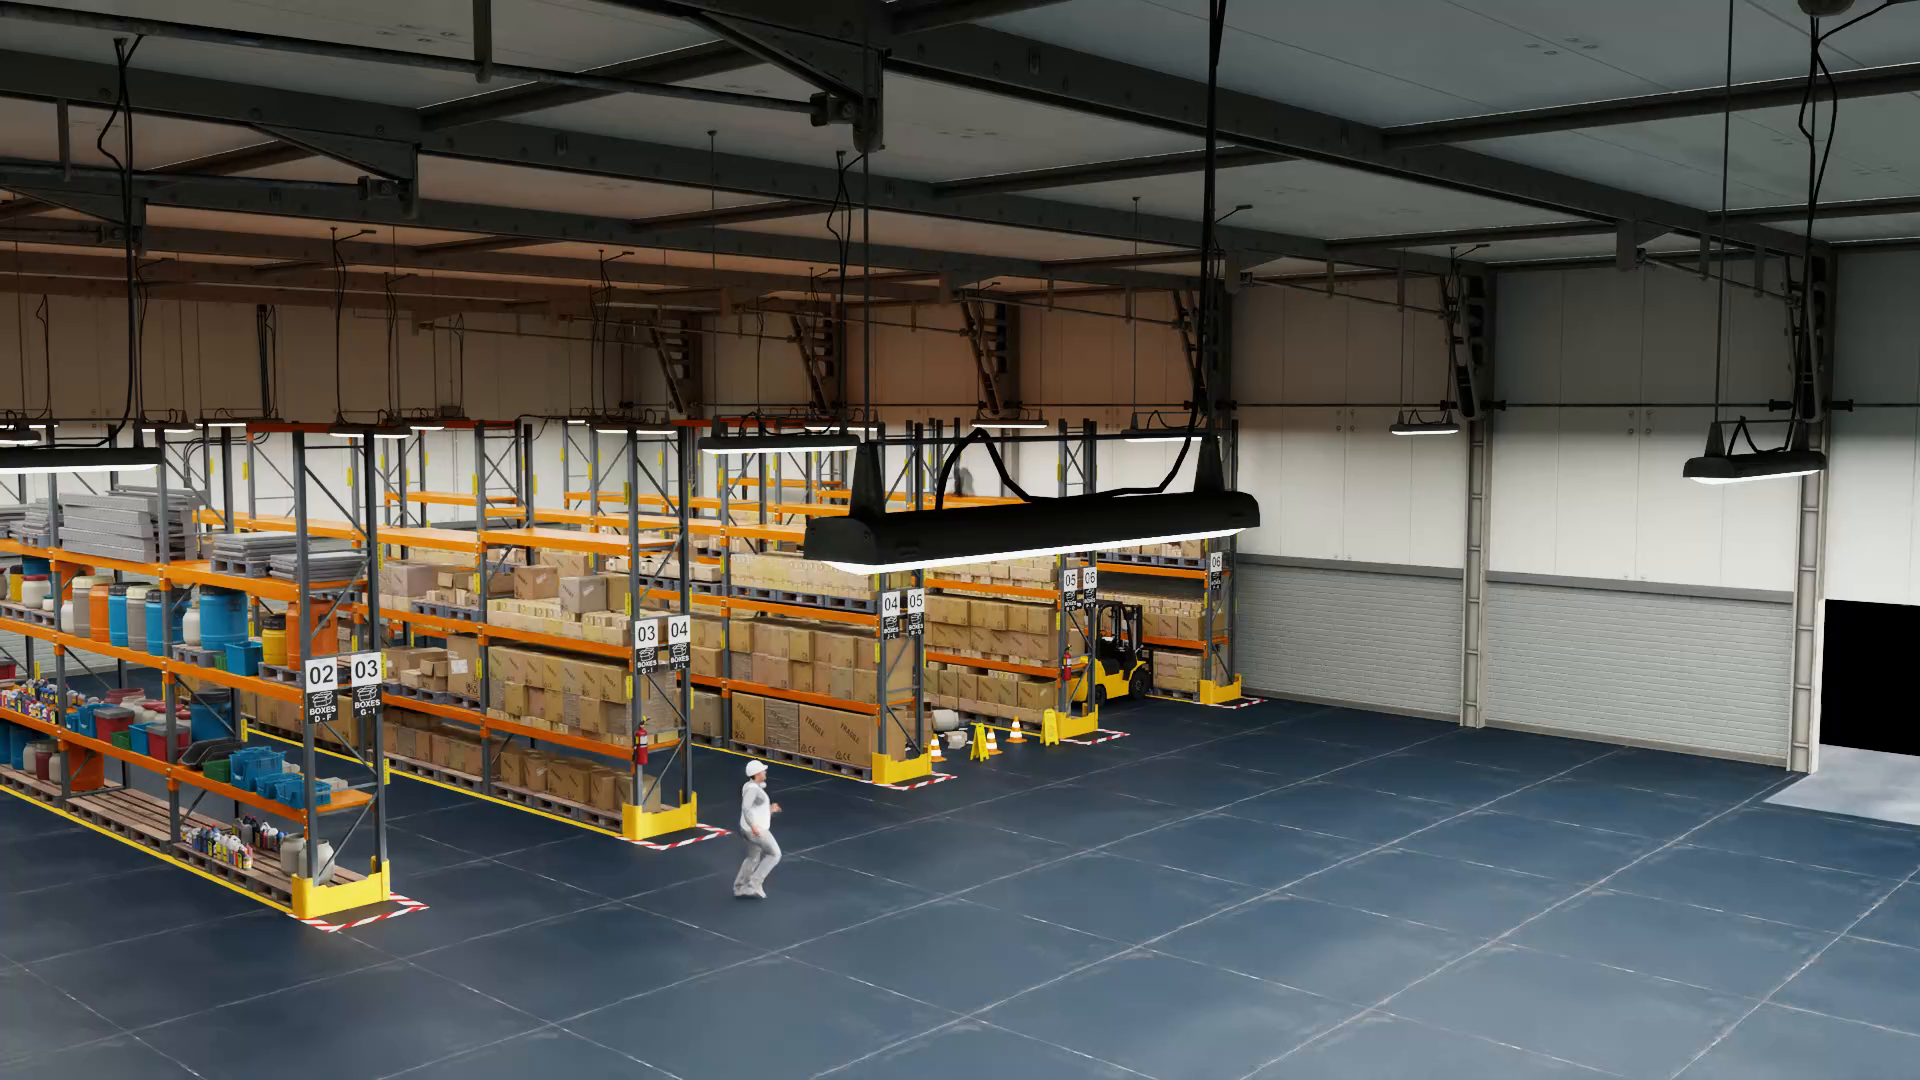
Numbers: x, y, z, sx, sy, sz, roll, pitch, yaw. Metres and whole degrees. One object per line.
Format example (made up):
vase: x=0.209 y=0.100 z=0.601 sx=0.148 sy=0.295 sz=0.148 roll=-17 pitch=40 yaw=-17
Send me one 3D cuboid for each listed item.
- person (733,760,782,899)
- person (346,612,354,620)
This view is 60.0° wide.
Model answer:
person: x=-2.594 y=3.710 z=21.391 sx=0.688 sy=1.771 sz=0.657 roll=-2 pitch=5 yaw=-24
person: x=-14.268 y=2.390 z=38.889 sx=0.677 sy=1.525 sz=0.568 roll=2 pitch=5 yaw=20
